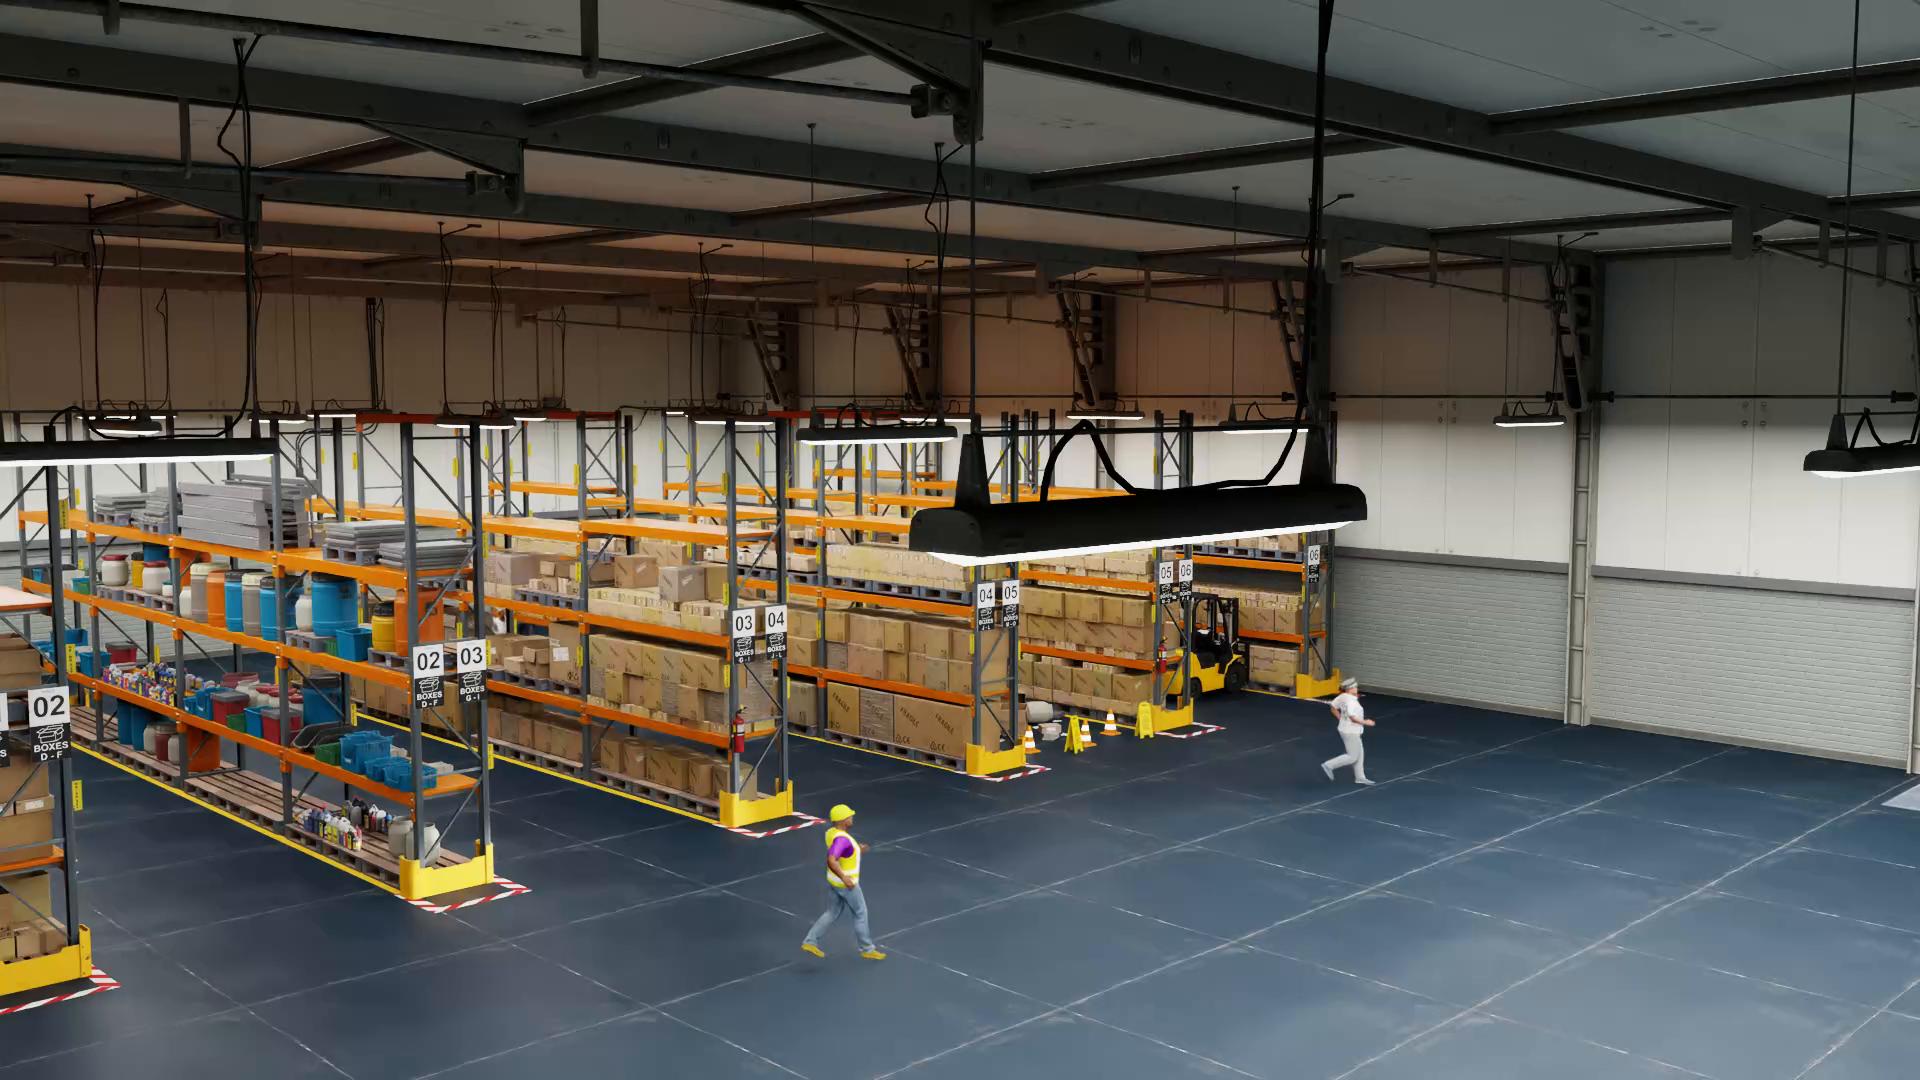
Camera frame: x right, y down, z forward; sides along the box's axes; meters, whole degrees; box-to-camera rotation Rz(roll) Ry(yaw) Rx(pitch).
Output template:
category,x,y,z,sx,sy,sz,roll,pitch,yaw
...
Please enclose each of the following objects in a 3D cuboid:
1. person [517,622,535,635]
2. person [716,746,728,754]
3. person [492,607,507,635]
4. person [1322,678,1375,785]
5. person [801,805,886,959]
category,x,y,z,sx,sy,sz,roll,pitch,yaw
person,-10.737,1.987,40.888,0.848,1.542,0.600,1,5,11
person,-4.067,2.944,29.291,0.610,1.677,0.672,4,6,40
person,-10.002,2.306,36.389,0.688,1.773,0.840,-4,7,-42
person,6.300,3.116,26.954,0.917,1.771,0.670,0,5,-4
person,-1.294,3.814,18.490,0.959,1.772,0.693,-2,5,-25
